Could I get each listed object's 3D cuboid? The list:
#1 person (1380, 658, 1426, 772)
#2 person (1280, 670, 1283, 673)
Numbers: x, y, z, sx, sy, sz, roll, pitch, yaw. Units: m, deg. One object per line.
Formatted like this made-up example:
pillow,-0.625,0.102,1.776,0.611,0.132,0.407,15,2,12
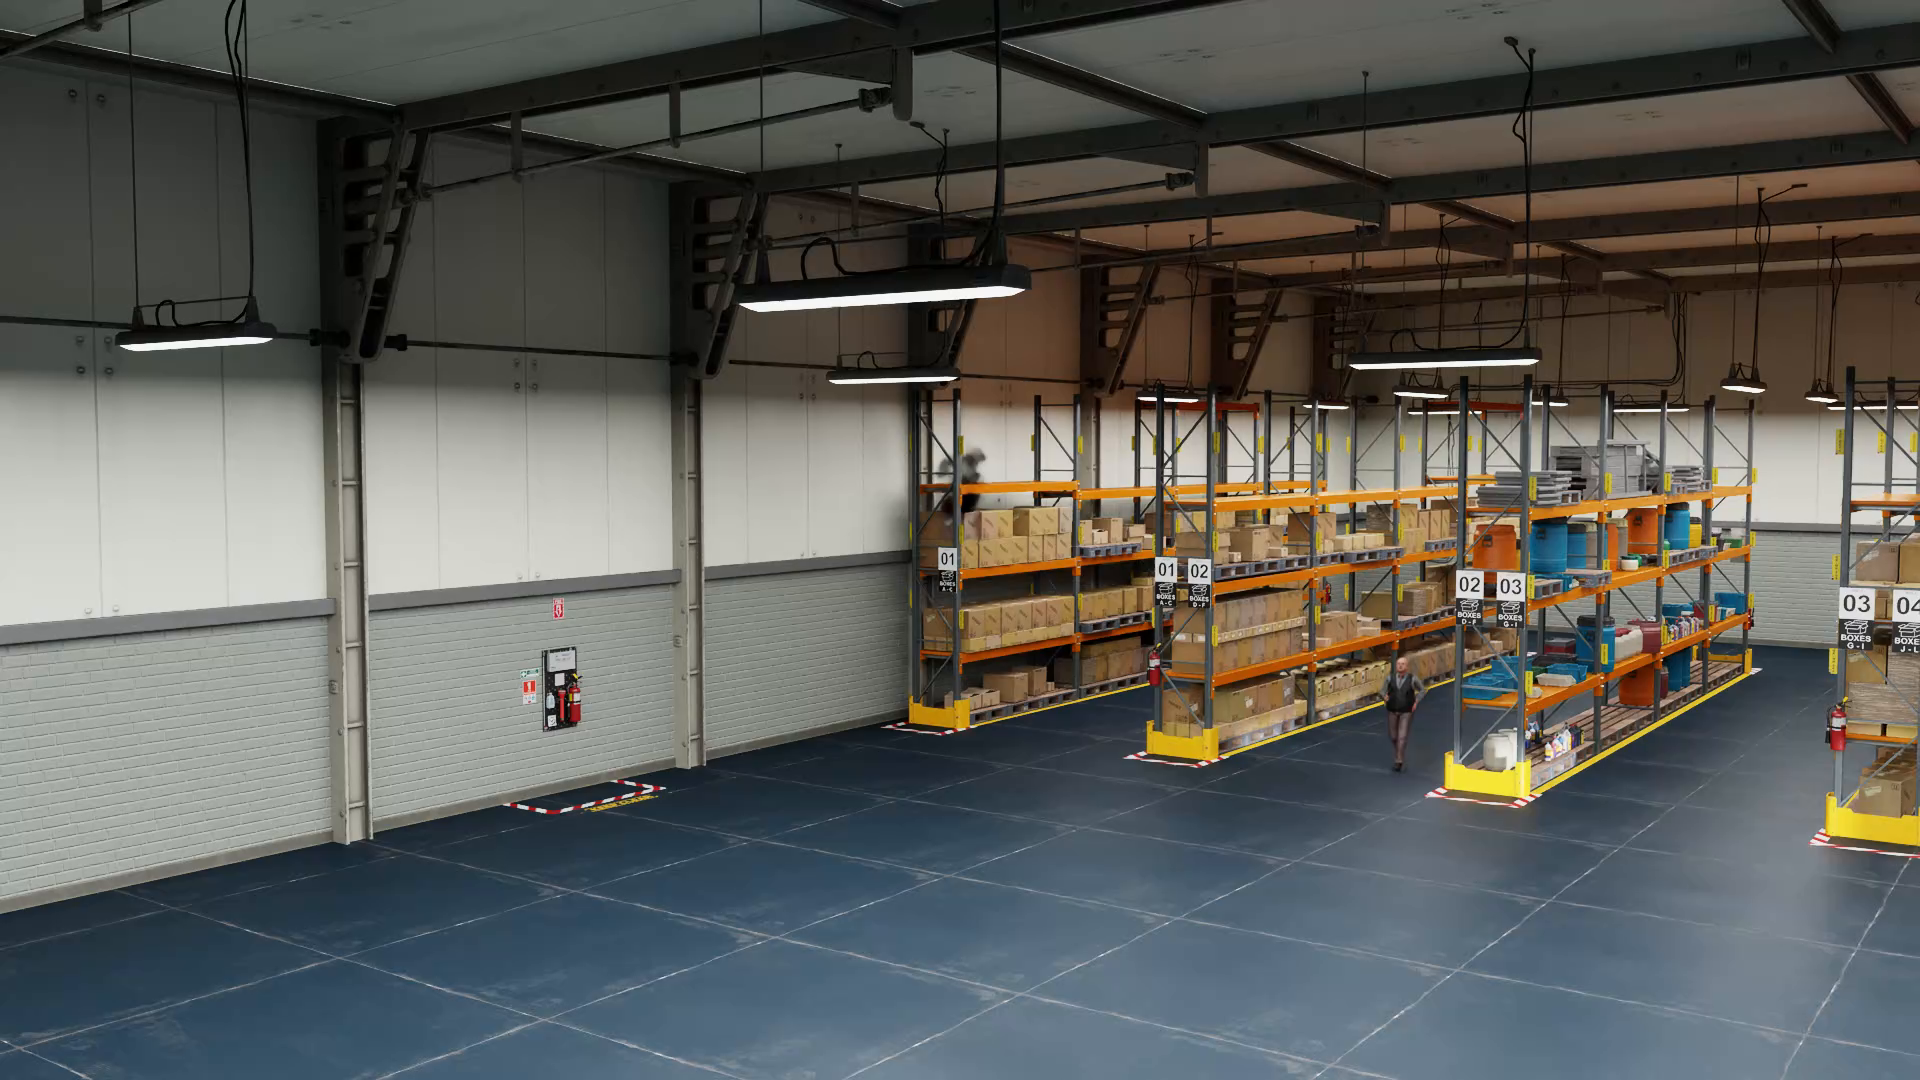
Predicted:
person,6.801,2.668,25.655,0.664,1.690,0.928,2,4,29
person,6.279,2.282,33.269,0.520,1.612,0.855,2,4,30
